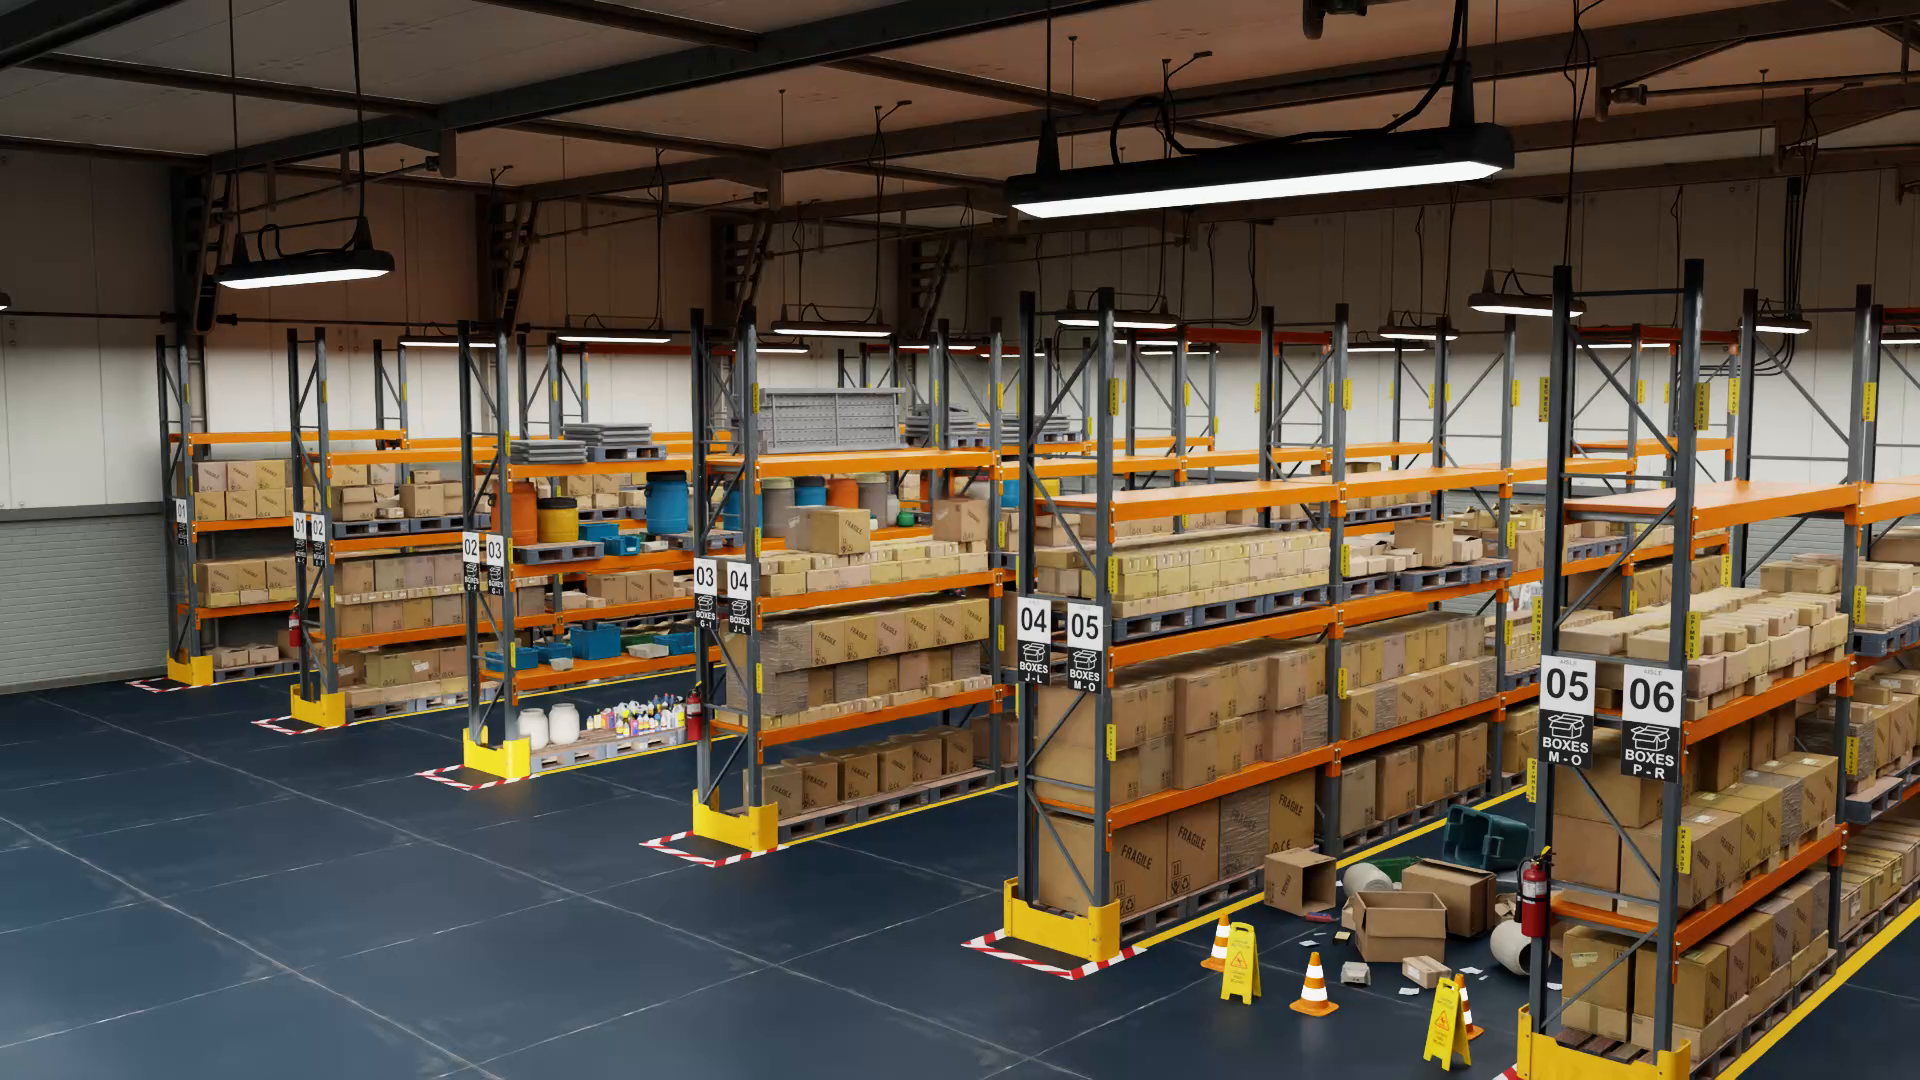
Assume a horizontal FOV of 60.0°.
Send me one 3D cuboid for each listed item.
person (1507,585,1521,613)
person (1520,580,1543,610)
[{"bbox_3d":[10.385,1.358,31.236,0.937,1.770,0.535,2,6,21],"label":"person"},{"bbox_3d":[11.403,1.233,33.187,0.462,1.619,1.009,-3,6,-25],"label":"person"}]
